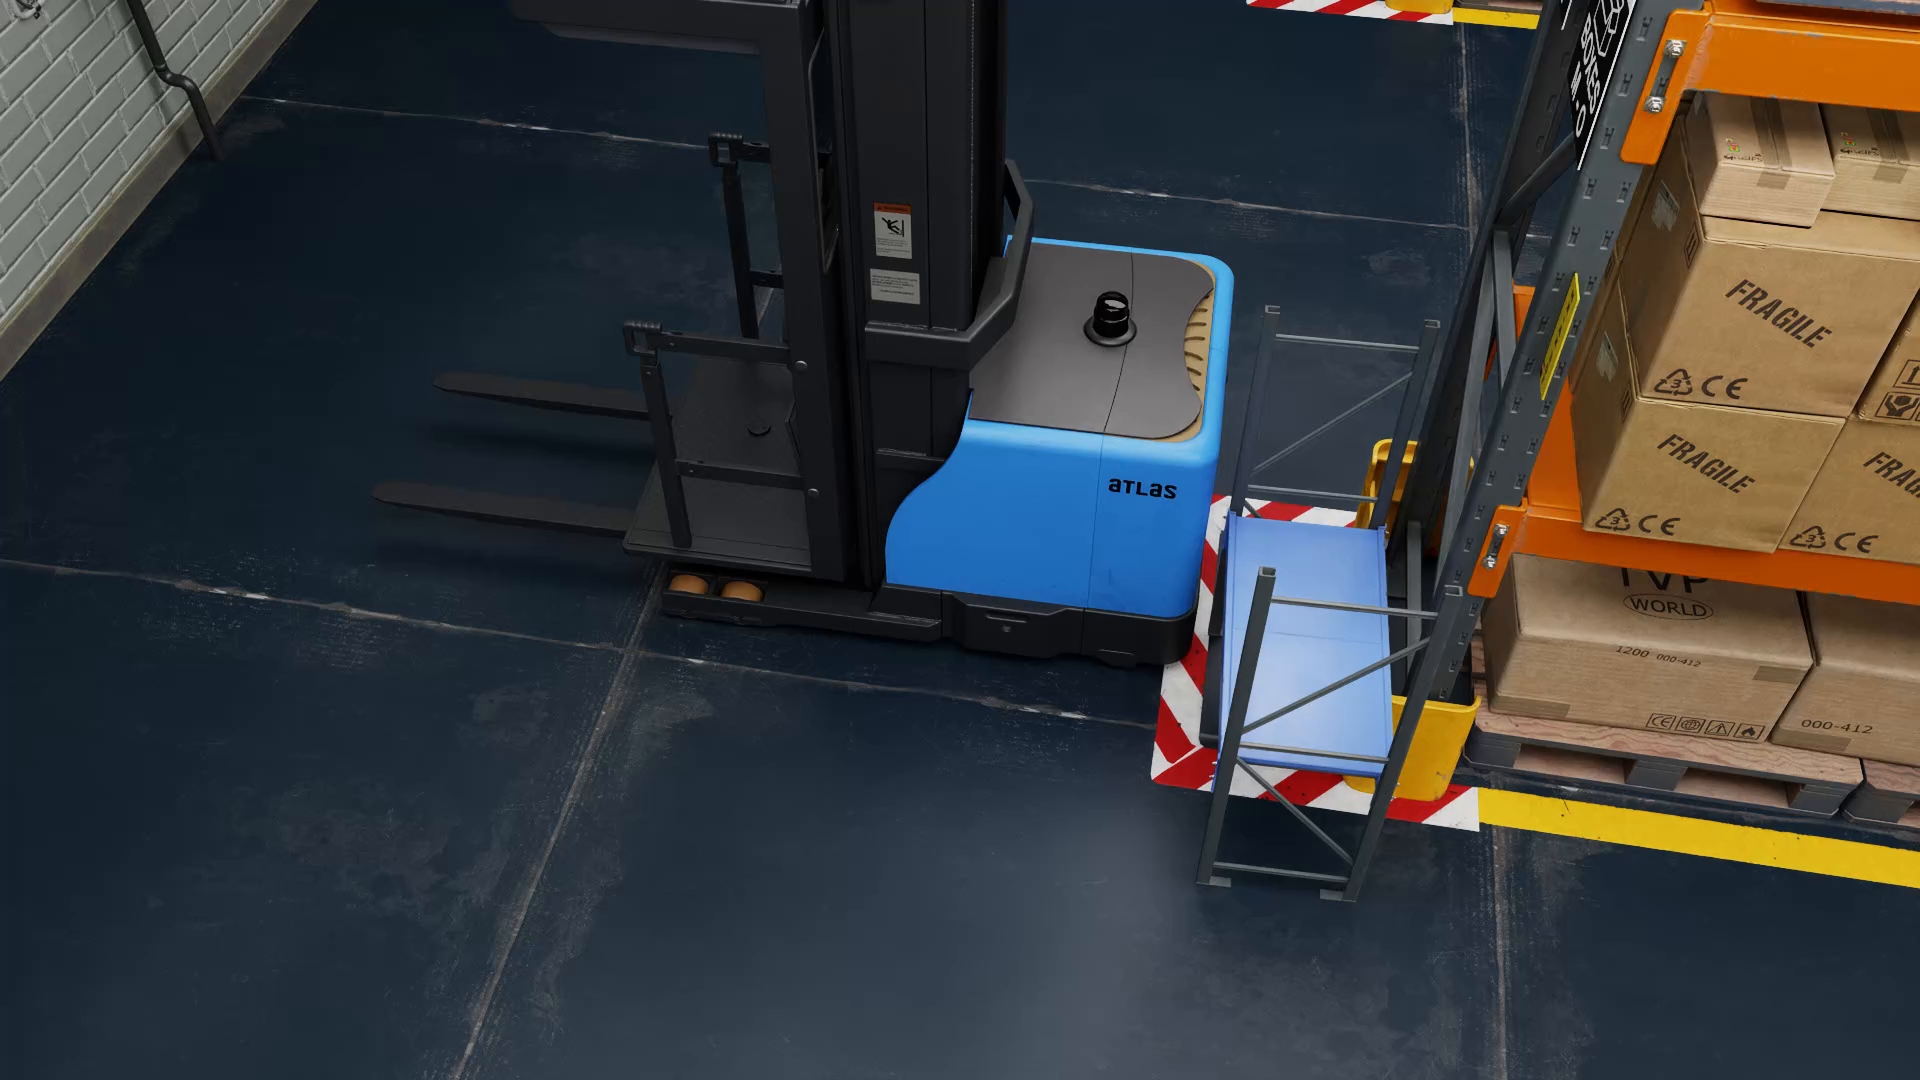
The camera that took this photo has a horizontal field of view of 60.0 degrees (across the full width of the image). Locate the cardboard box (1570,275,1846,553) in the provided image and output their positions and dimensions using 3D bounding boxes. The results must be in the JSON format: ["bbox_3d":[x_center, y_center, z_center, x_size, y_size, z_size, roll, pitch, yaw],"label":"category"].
[{"bbox_3d":[1.981,-0.340,4.472,0.500,0.500,0.500,7,48,7],"label":"cardboard box"}]

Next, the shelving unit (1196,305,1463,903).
[{"bbox_3d":[1.066,0.229,5.036,0.538,1.500,1.048,6,48,5],"label":"shelving unit"}]

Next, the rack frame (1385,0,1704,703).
[{"bbox_3d":[1.559,-0.580,4.755,0.127,3.000,1.000,8,49,7],"label":"rack frame"}]

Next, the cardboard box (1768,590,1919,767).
[{"bbox_3d":[3.129,0.265,5.436,0.875,0.438,0.875,9,49,8],"label":"cardboard box"}]

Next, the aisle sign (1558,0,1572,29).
[{"bbox_3d":[1.544,-1.686,4.000,0.004,0.787,0.394,8,49,7],"label":"aisle sign"}]

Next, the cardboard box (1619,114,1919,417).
[{"bbox_3d":[1.981,-0.676,4.101,0.500,0.500,0.500,7,48,6],"label":"cardboard box"}]

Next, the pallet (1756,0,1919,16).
[{"bbox_3d":[2.291,-1.463,3.591,1.213,0.211,1.003,8,49,7],"label":"pallet"}]

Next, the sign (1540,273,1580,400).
[{"bbox_3d":[1.455,-0.491,4.039,0.005,0.325,0.100,8,49,7],"label":"sign"}]

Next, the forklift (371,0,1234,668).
[{"bbox_3d":[-0.616,-1.055,5.228,3.031,2.935,1.130,7,48,6],"label":"forklift"}]

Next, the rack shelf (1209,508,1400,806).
[{"bbox_3d":[1.066,0.349,5.170,0.538,0.185,1.000,6,48,5],"label":"rack shelf"}]

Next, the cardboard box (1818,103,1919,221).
[{"bbox_3d":[2.130,-0.933,3.896,0.250,0.149,0.380,9,49,8],"label":"cardboard box"}]

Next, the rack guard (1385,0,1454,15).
[{"bbox_3d":[2.513,-3.369,8.941,0.348,0.500,1.175,8,49,7],"label":"rack guard"}]

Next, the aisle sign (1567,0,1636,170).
[{"bbox_3d":[1.437,-1.247,3.606,0.004,0.787,0.394,8,49,7],"label":"aisle sign"}]

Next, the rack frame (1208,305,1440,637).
[{"bbox_3d":[1.136,-0.146,5.373,0.500,1.500,0.032,6,48,5],"label":"rack frame"}]

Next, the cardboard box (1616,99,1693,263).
[{"bbox_3d":[2.076,-1.059,4.445,0.500,0.500,0.500,9,49,8],"label":"cardboard box"}]

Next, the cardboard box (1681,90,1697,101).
[{"bbox_3d":[1.948,-1.264,4.194,0.250,0.149,0.380,8,49,7],"label":"cardboard box"}]

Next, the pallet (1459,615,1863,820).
[{"bbox_3d":[2.360,0.400,5.749,1.213,0.211,1.003,8,49,7],"label":"pallet"}]

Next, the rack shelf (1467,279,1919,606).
[{"bbox_3d":[3.527,-0.075,4.785,4.000,0.370,1.077,8,49,7],"label":"rack shelf"}]

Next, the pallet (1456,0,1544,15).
[{"bbox_3d":[3.298,-3.167,8.954,1.213,0.211,1.003,8,49,7],"label":"pallet"}]

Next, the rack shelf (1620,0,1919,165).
[{"bbox_3d":[3.527,-1.078,3.669,4.000,0.370,1.077,8,49,7],"label":"rack shelf"}]

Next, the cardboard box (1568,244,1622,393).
[{"bbox_3d":[2.081,-0.744,4.835,0.500,0.500,0.500,8,49,7],"label":"cardboard box"}]

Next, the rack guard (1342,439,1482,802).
[{"bbox_3d":[1.536,0.252,5.688,0.348,0.500,1.175,8,49,7],"label":"rack guard"}]

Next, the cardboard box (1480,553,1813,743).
[{"bbox_3d":[2.227,0.150,5.539,0.875,0.438,0.875,6,48,6],"label":"cardboard box"}]

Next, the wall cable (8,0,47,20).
[{"bbox_3d":[-3.753,-2.689,5.966,0.122,1.984,0.588,8,49,7],"label":"wall cable"}]

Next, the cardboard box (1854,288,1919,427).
[{"bbox_3d":[2.491,-0.613,4.045,0.500,0.500,0.500,6,48,6],"label":"cardboard box"}]

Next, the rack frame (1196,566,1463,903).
[{"bbox_3d":[0.997,0.603,4.700,0.500,1.500,0.032,6,48,5],"label":"rack frame"}]

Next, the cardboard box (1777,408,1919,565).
[{"bbox_3d":[2.483,-0.294,4.430,0.500,0.500,0.500,7,48,6],"label":"cardboard box"}]

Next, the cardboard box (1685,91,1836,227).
[{"bbox_3d":[1.859,-0.915,3.880,0.250,0.149,0.380,9,49,8],"label":"cardboard box"}]

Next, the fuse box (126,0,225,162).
[{"bbox_3d":[-3.477,-2.397,7.253,0.414,1.711,0.539,8,49,7],"label":"fuse box"}]

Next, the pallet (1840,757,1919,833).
[{"bbox_3d":[3.557,0.563,5.602,1.213,0.211,1.003,8,49,7],"label":"pallet"}]
